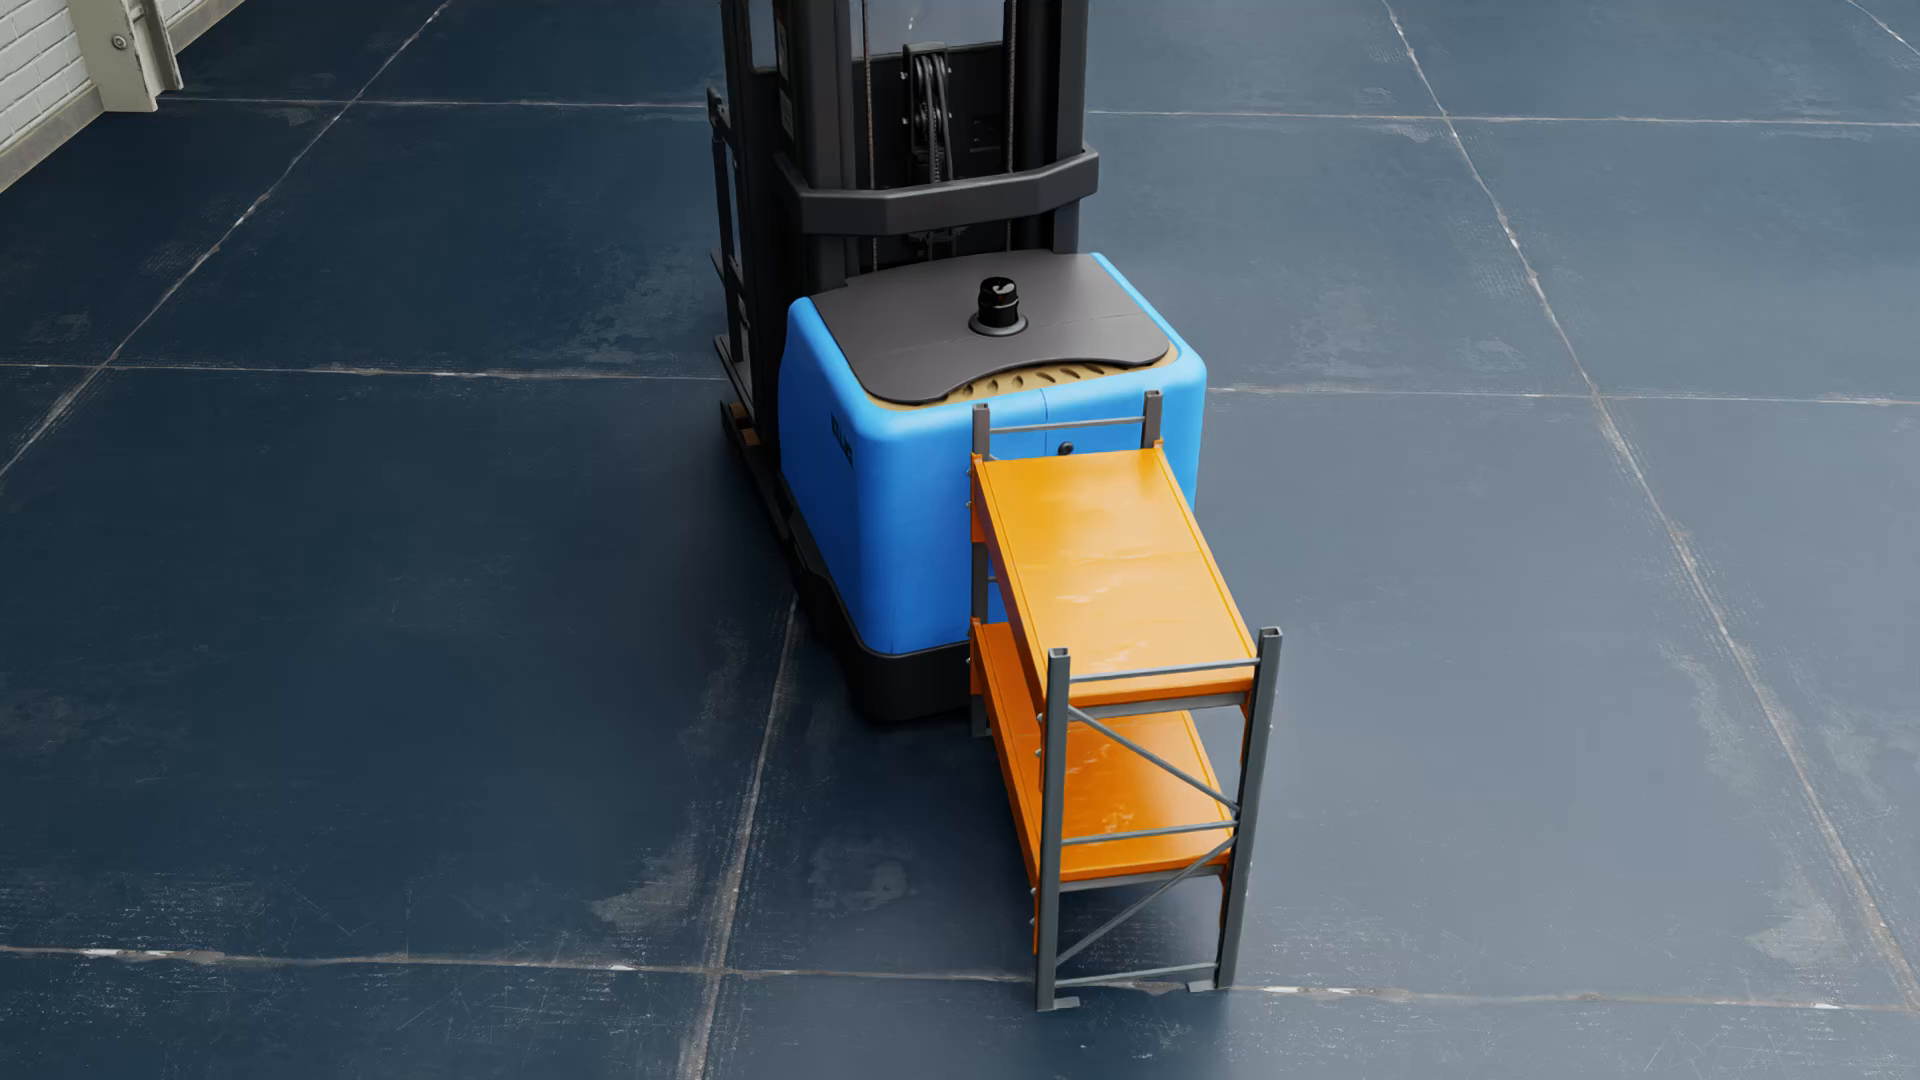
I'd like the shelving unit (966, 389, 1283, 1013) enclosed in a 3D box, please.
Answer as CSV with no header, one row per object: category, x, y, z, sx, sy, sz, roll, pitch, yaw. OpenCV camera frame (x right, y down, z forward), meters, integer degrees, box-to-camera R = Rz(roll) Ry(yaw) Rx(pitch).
shelving unit,0.357,0.385,4.224,0.538,1.125,1.048,-5,35,-7

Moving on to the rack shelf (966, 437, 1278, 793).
rack shelf,0.357,0.145,4.056,0.538,0.278,1.000,-5,35,-7

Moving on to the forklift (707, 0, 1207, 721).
forklift,-0.257,-1.514,5.355,1.130,2.935,3.031,-11,37,-15

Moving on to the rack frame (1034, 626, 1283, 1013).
rack frame,0.433,0.674,3.813,0.500,1.125,0.032,-5,35,-7

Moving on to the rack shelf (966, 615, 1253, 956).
rack shelf,0.357,0.585,4.365,0.538,0.278,1.000,-5,35,-7

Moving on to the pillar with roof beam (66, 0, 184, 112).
pillar with roof beam,-0.246,-6.037,6.514,9.100,9.000,0.400,1,35,2

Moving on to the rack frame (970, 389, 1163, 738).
rack frame,0.280,0.096,4.636,0.500,1.125,0.032,-5,35,-7
